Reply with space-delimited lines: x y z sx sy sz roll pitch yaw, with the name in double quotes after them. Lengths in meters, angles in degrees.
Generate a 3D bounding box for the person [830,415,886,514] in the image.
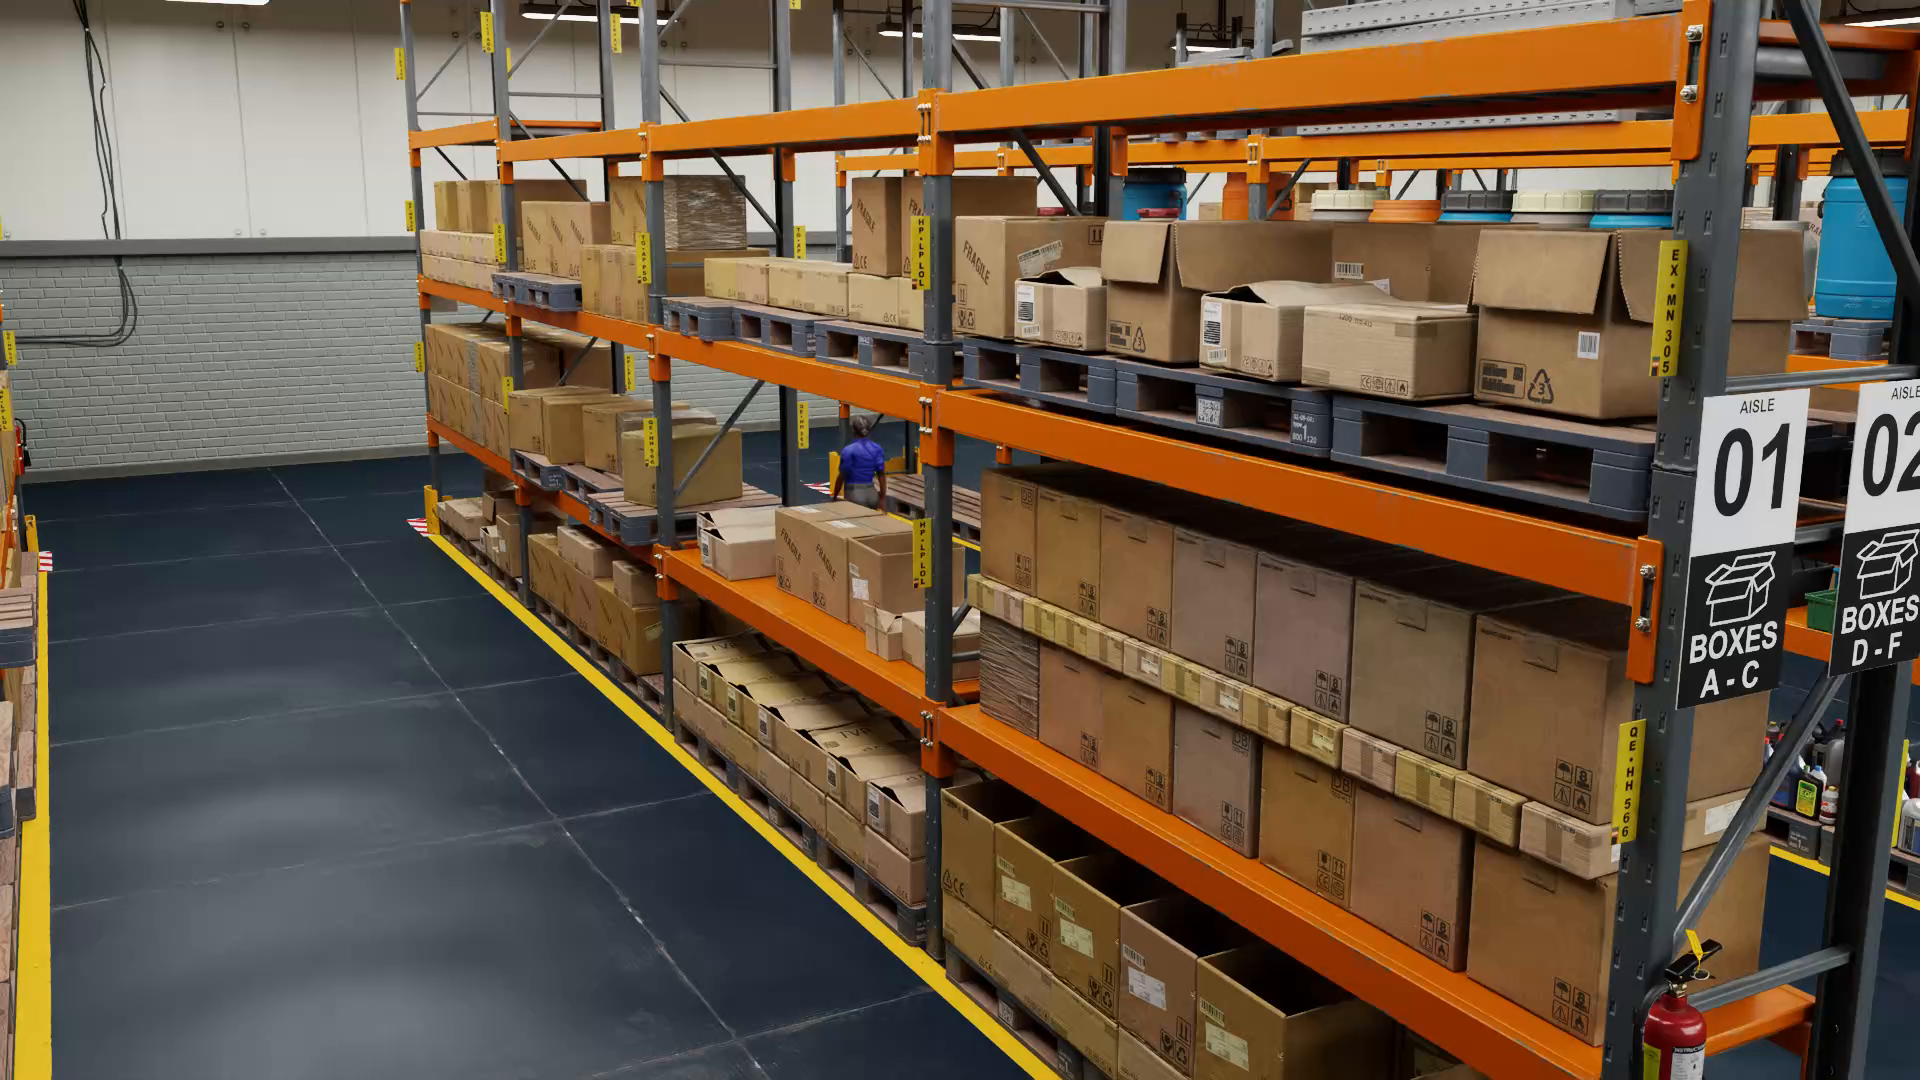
-0.966 -0.397 15.826 0.452 1.596 1.017 -10 15 -39 "person"
